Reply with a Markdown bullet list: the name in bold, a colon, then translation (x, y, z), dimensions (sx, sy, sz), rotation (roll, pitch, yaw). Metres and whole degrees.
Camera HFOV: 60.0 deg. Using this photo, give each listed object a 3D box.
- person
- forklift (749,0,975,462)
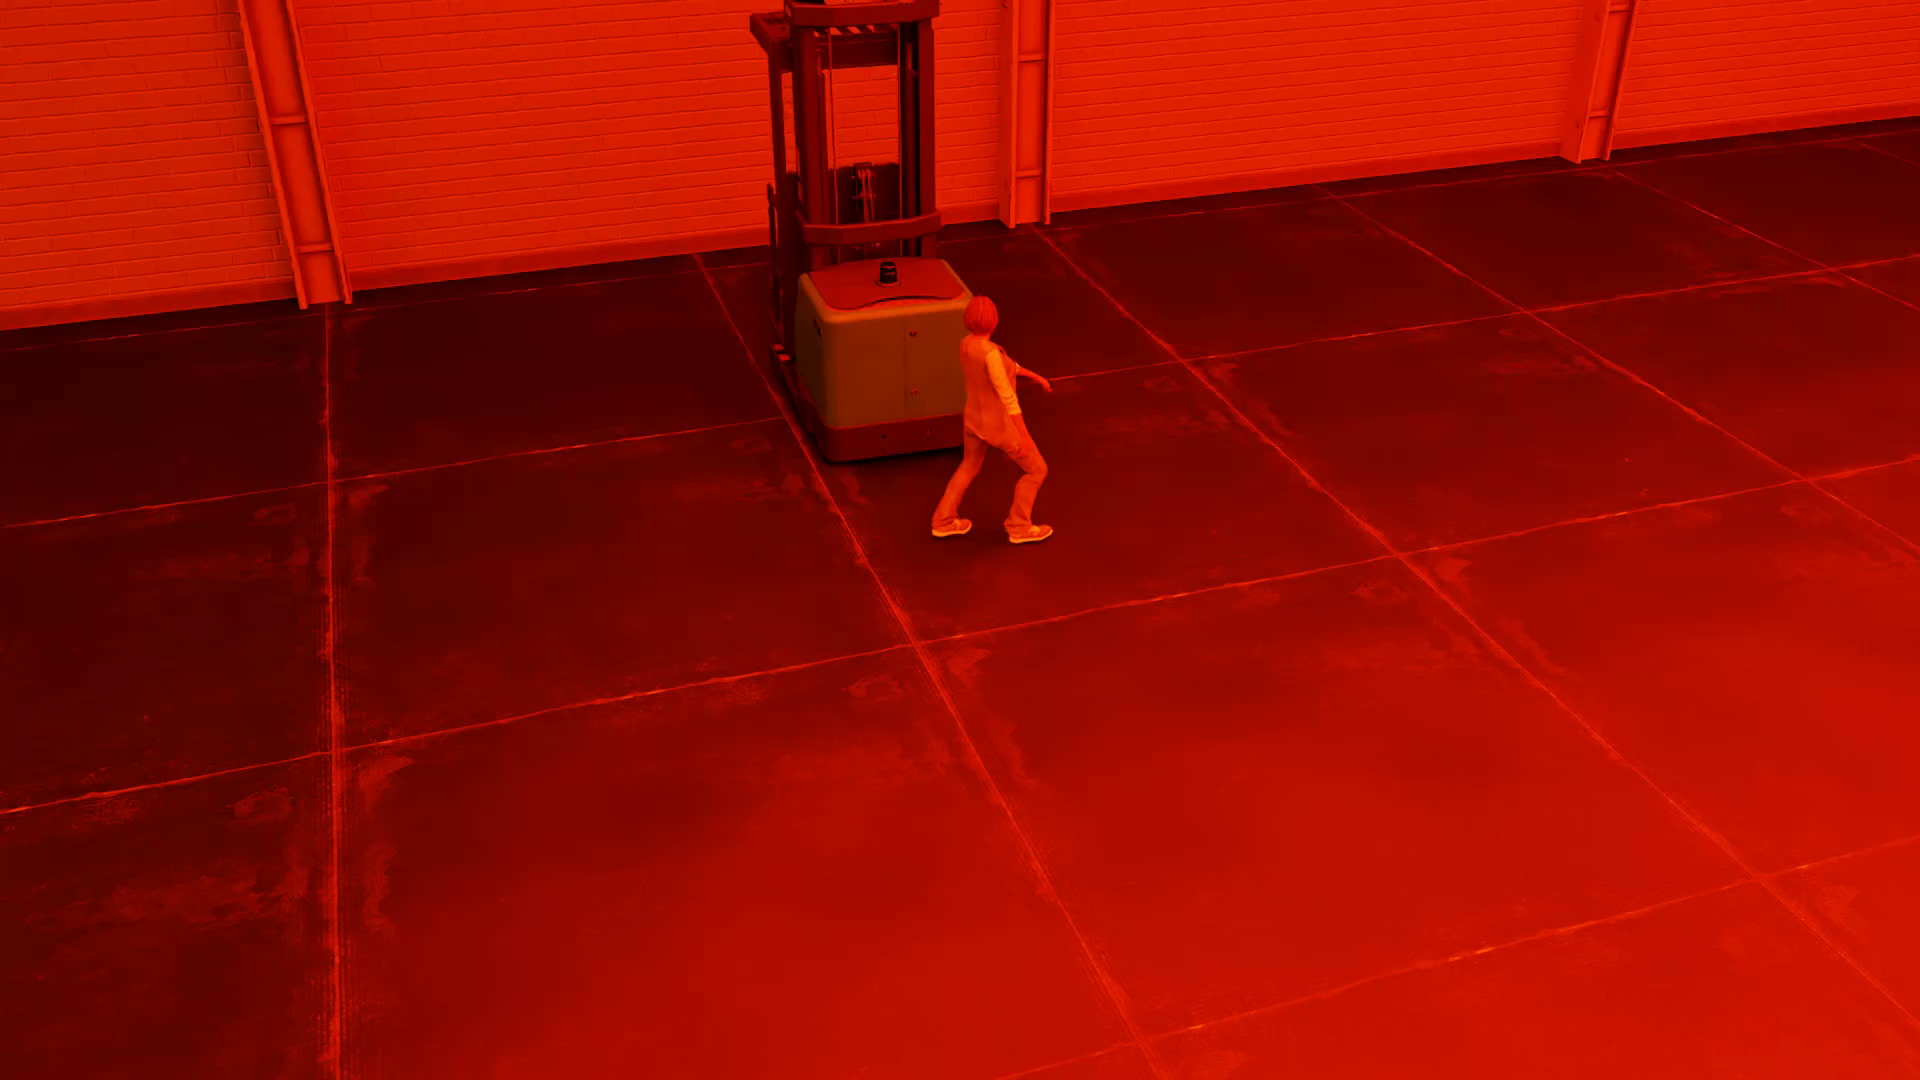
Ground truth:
- **person**: translation (0.253, -0.683, 9.694), dimensions (0.757, 1.516, 0.575), rotation (-20, 36, -31)
- **forklift**: translation (-0.774, -2.500, 11.432), dimensions (1.130, 2.935, 3.031), rotation (-8, 31, -14)
